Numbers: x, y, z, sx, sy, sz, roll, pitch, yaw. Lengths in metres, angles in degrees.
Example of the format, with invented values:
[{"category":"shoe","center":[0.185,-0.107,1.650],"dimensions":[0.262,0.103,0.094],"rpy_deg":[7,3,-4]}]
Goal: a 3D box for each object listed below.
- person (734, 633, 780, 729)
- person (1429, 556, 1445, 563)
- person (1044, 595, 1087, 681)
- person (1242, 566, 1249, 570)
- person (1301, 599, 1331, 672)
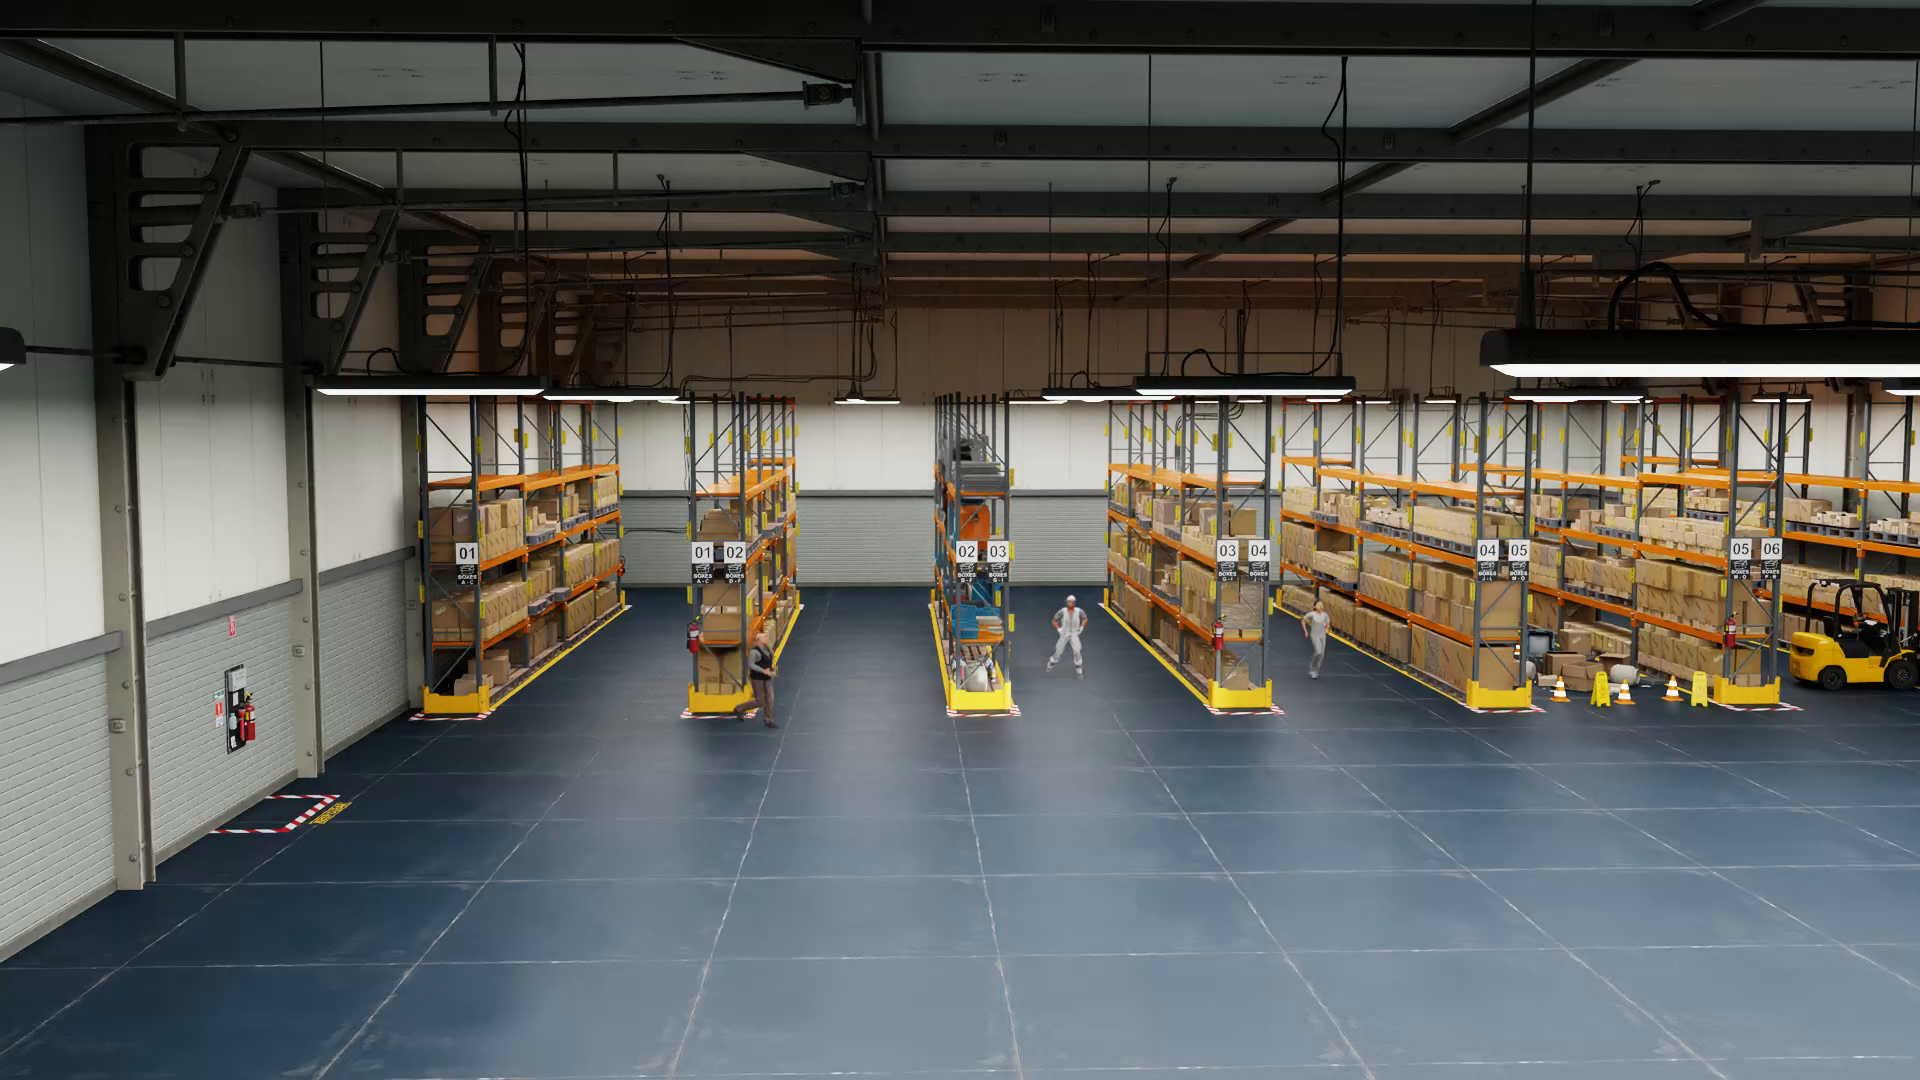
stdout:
[{"category":"person","center":[-3.591,2.506,29.696],"dimensions":[0.848,1.723,0.669],"rpy_deg":[2,5,25]},{"category":"person","center":[14.050,0.878,49.320],"dimensions":[0.935,1.781,0.725],"rpy_deg":[0,5,6]},{"category":"person","center":[2.261,2.046,35.118],"dimensions":[0.898,1.774,0.766],"rpy_deg":[0,5,-6]},{"category":"person","center":[7.966,1.133,47.366],"dimensions":[0.615,1.615,0.526],"rpy_deg":[1,5,15]},{"category":"person","center":[7.539,2.044,35.015],"dimensions":[0.539,1.568,0.665],"rpy_deg":[-1,5,-16]}]
